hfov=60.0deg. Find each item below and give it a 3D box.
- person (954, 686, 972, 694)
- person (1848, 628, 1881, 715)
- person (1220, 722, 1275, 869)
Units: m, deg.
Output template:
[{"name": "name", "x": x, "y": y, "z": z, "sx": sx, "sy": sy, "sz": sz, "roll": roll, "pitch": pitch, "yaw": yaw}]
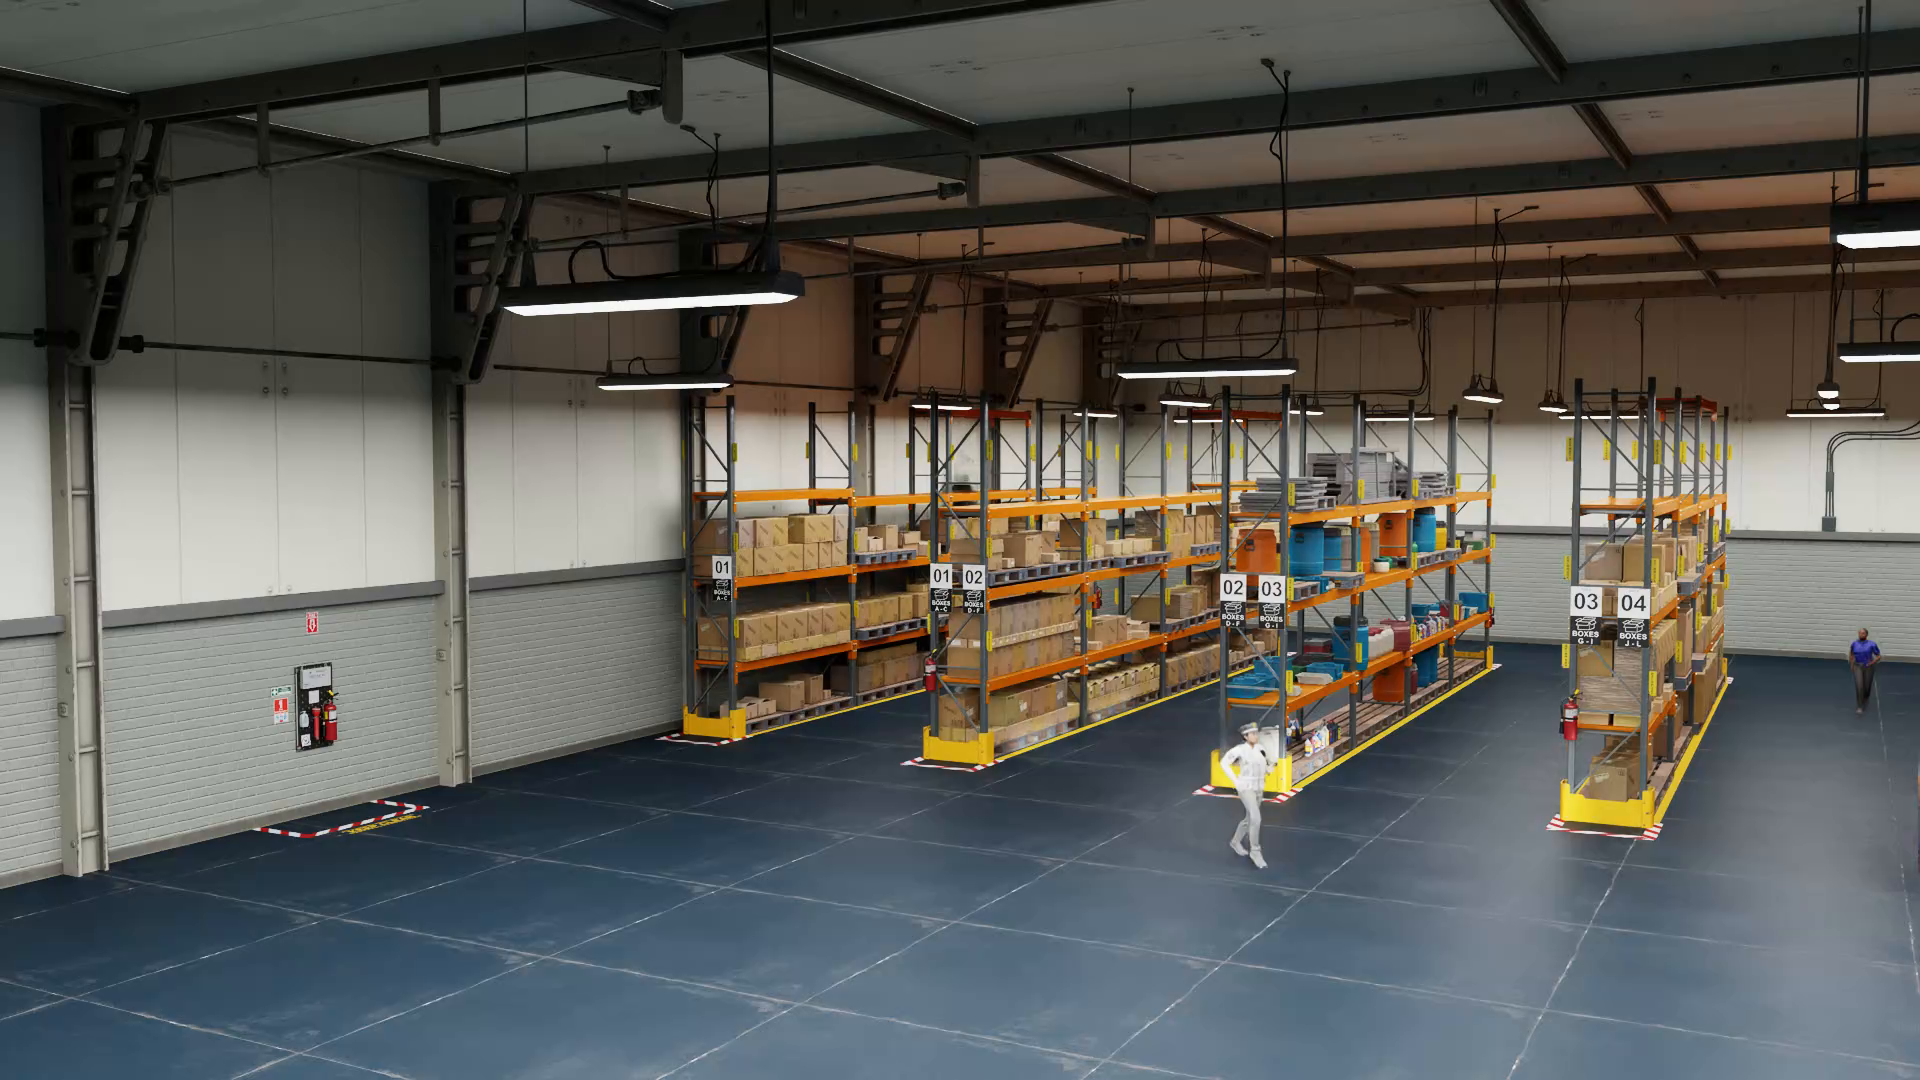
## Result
[{"name": "person", "x": 0.067, "y": 2.539, "z": 31.215, "sx": 0.575, "sy": 1.635, "sz": 0.802, "roll": 1, "pitch": 3, "yaw": 18}, {"name": "person", "x": 17.396, "y": 2.514, "z": 31.997, "sx": 0.576, "sy": 1.649, "sz": 0.726, "roll": 2, "pitch": 4, "yaw": 37}, {"name": "person", "x": 3.536, "y": 3.081, "z": 20.293, "sx": 0.595, "sy": 1.742, "sz": 0.721, "roll": -2, "pitch": 4, "yaw": -37}]
